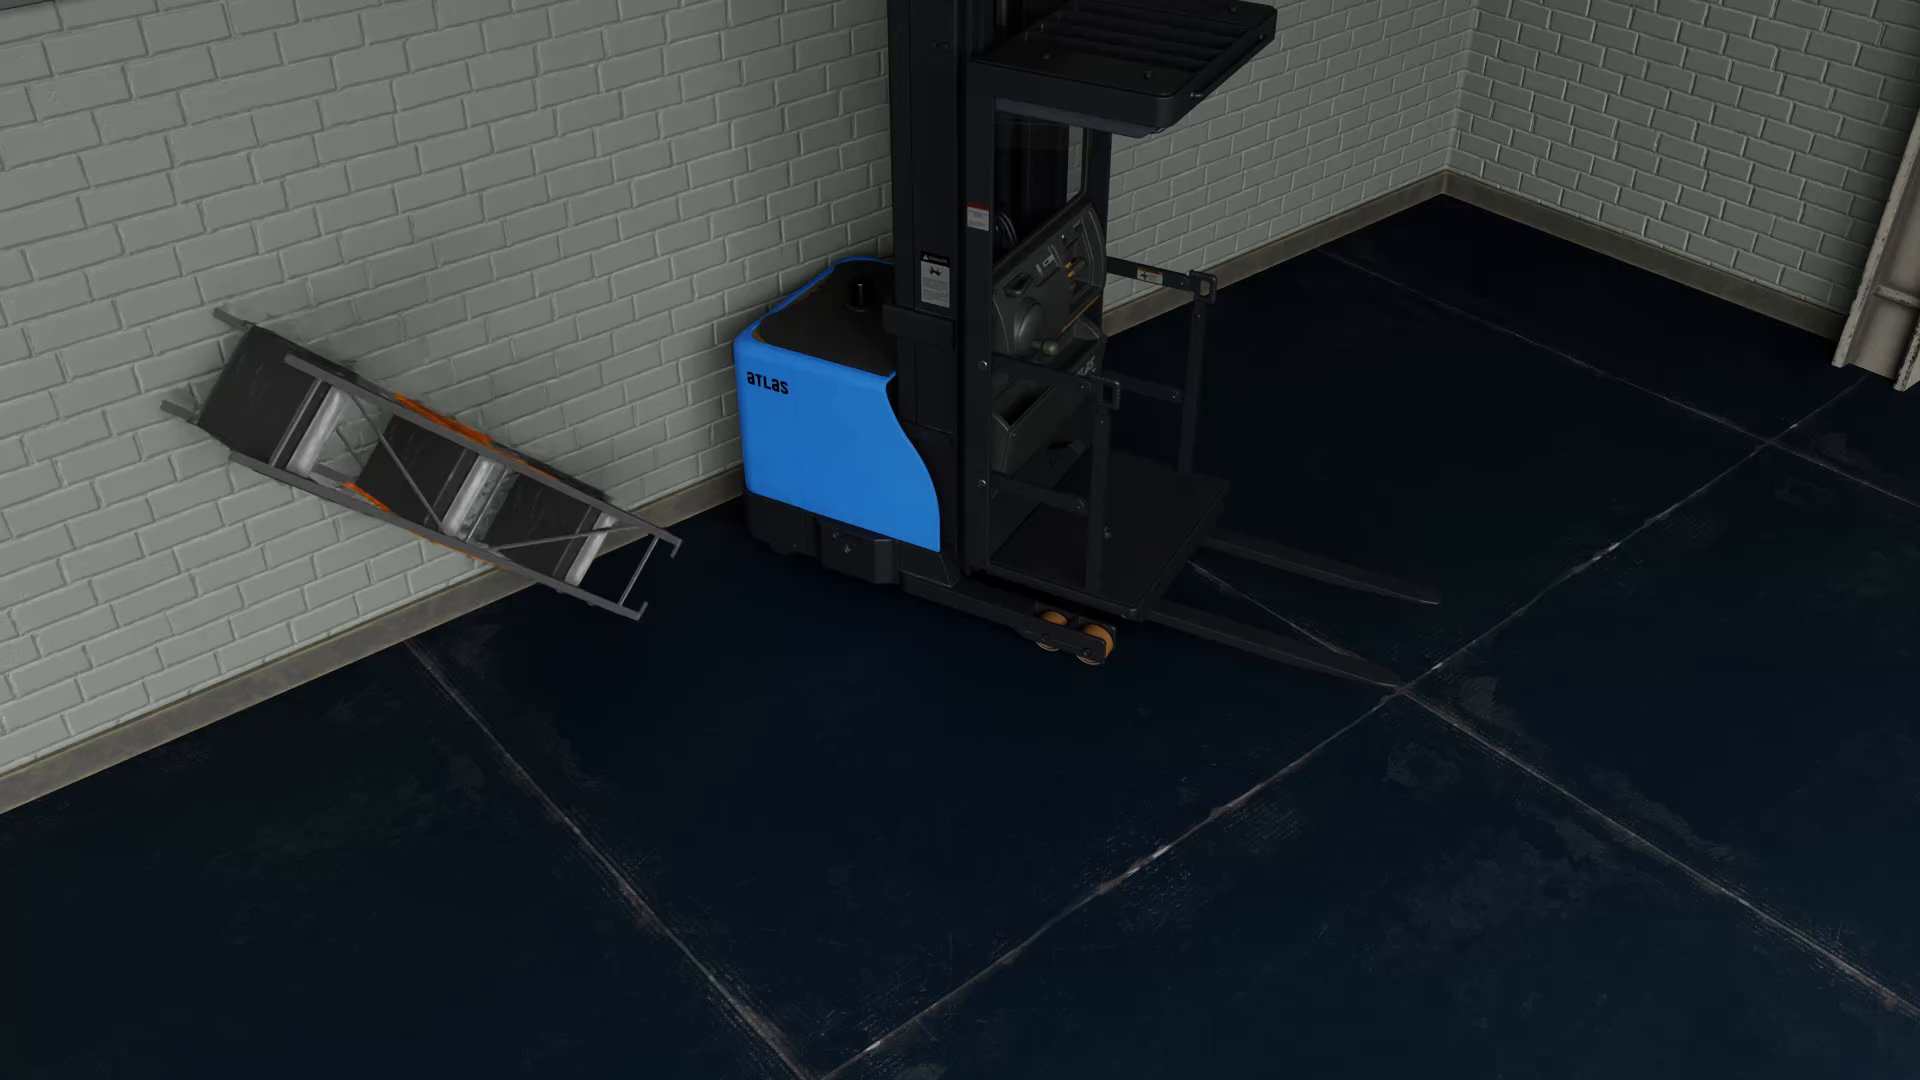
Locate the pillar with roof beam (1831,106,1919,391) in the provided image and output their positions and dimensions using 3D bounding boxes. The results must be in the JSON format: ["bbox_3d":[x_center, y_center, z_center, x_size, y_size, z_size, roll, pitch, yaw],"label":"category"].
[{"bbox_3d":[1.727,-3.002,4.203,9.100,9.000,0.400,-26,43,-32],"label":"pillar with roof beam"}]

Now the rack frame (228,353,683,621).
[{"bbox_3d":[-1.805,-0.134,6.344,0.015,2.100,0.400,28,88,34],"label":"rack frame"}]

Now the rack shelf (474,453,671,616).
[{"bbox_3d":[-1.642,-0.019,7.071,0.480,0.518,0.431,28,88,34],"label":"rack shelf"}]

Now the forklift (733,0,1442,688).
[{"bbox_3d":[0.550,-1.023,6.659,3.031,2.935,1.130,17,39,23],"label":"forklift"}]

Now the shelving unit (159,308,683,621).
[{"bbox_3d":[-1.984,-0.227,6.481,0.503,2.100,0.431,28,88,34],"label":"shelving unit"}]

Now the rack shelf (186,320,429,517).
[{"bbox_3d":[-2.314,-0.428,5.913,0.480,0.518,0.431,28,88,34],"label":"rack shelf"}]

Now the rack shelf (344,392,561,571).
[{"bbox_3d":[-1.978,-0.223,6.492,0.480,0.518,0.431,28,88,34],"label":"rack shelf"}]

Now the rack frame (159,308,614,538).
[{"bbox_3d":[-2.163,-0.321,6.617,0.015,2.100,0.400,28,88,34],"label":"rack frame"}]
